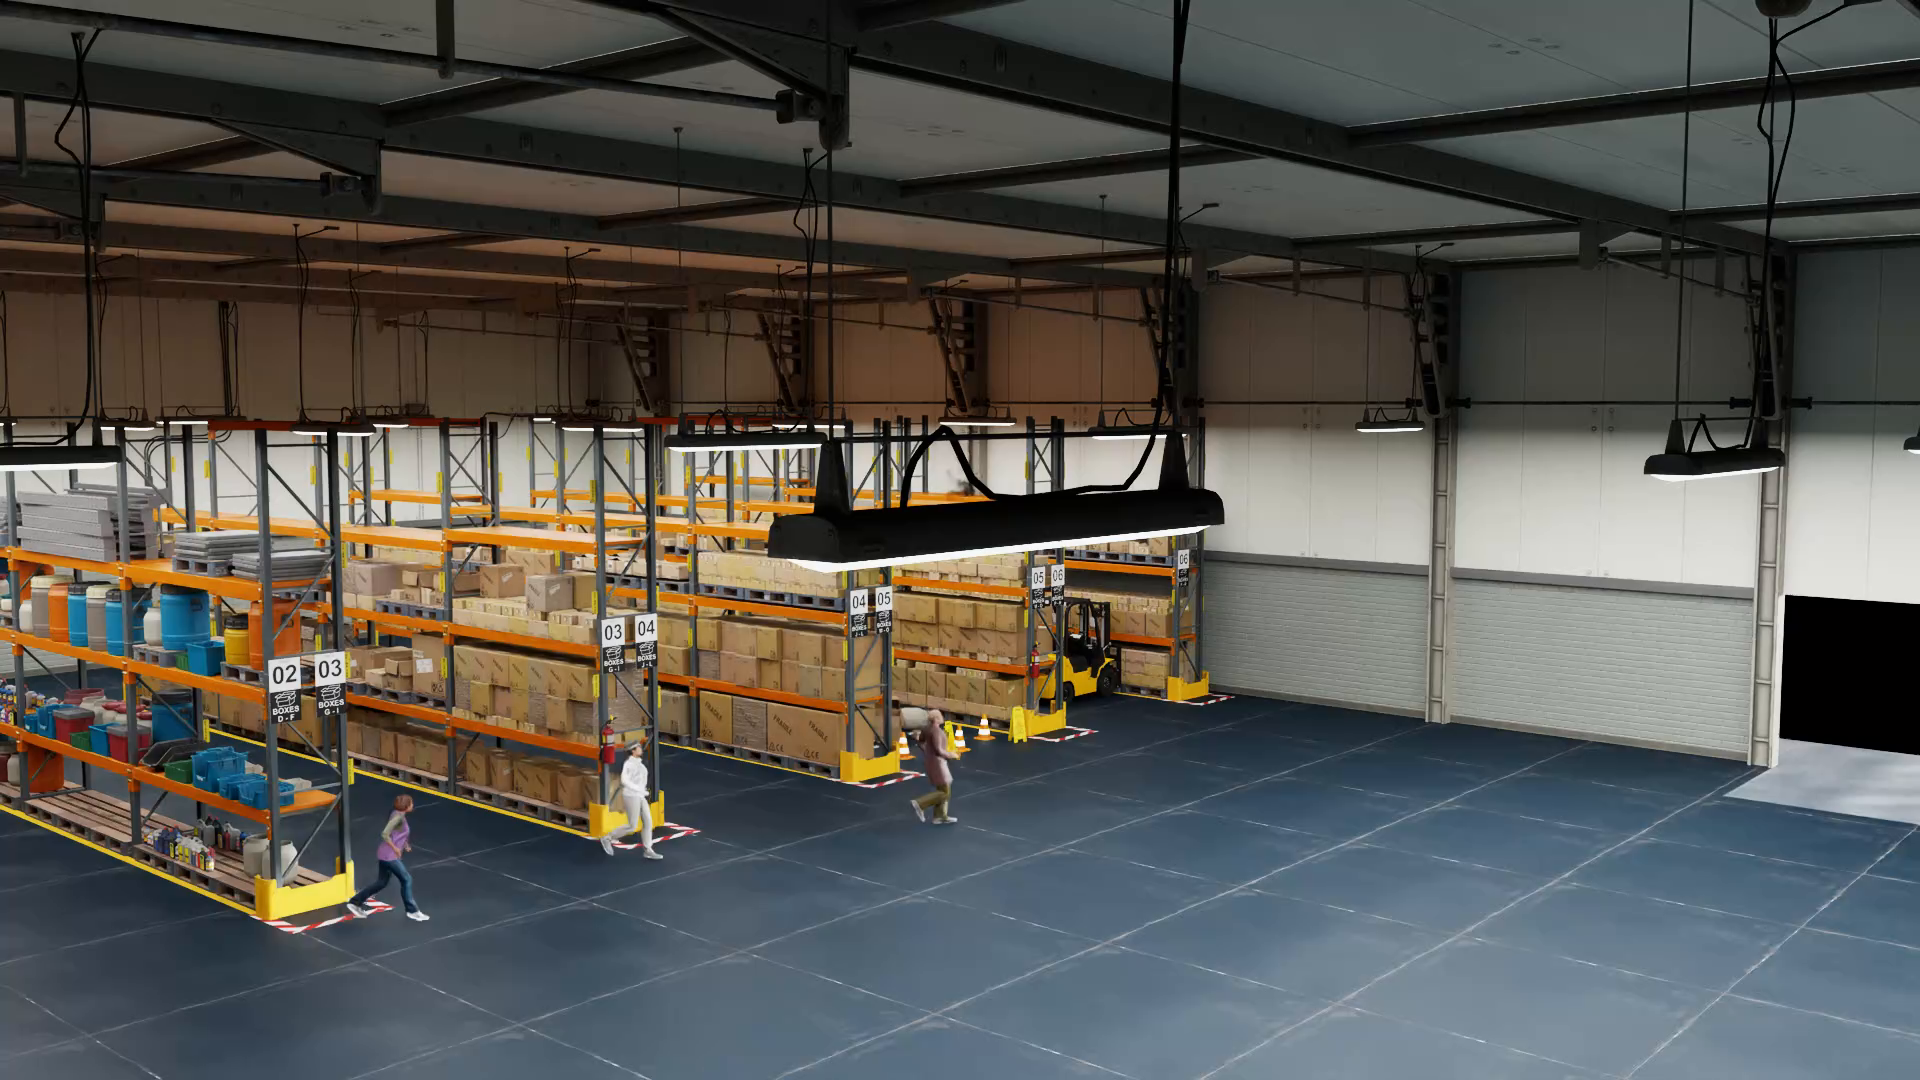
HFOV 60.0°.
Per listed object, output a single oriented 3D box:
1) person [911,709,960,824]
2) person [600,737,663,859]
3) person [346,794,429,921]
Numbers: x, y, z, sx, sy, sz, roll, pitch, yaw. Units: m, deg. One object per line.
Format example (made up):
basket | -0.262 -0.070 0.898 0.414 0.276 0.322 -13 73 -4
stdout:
person | -0.400 3.414 24.866 0.750 1.695 0.709 -2 5 -19
person | -4.496 3.579 23.136 0.819 1.648 0.675 0 5 5
person | -6.936 3.869 20.111 0.946 1.571 0.537 -2 5 -19
